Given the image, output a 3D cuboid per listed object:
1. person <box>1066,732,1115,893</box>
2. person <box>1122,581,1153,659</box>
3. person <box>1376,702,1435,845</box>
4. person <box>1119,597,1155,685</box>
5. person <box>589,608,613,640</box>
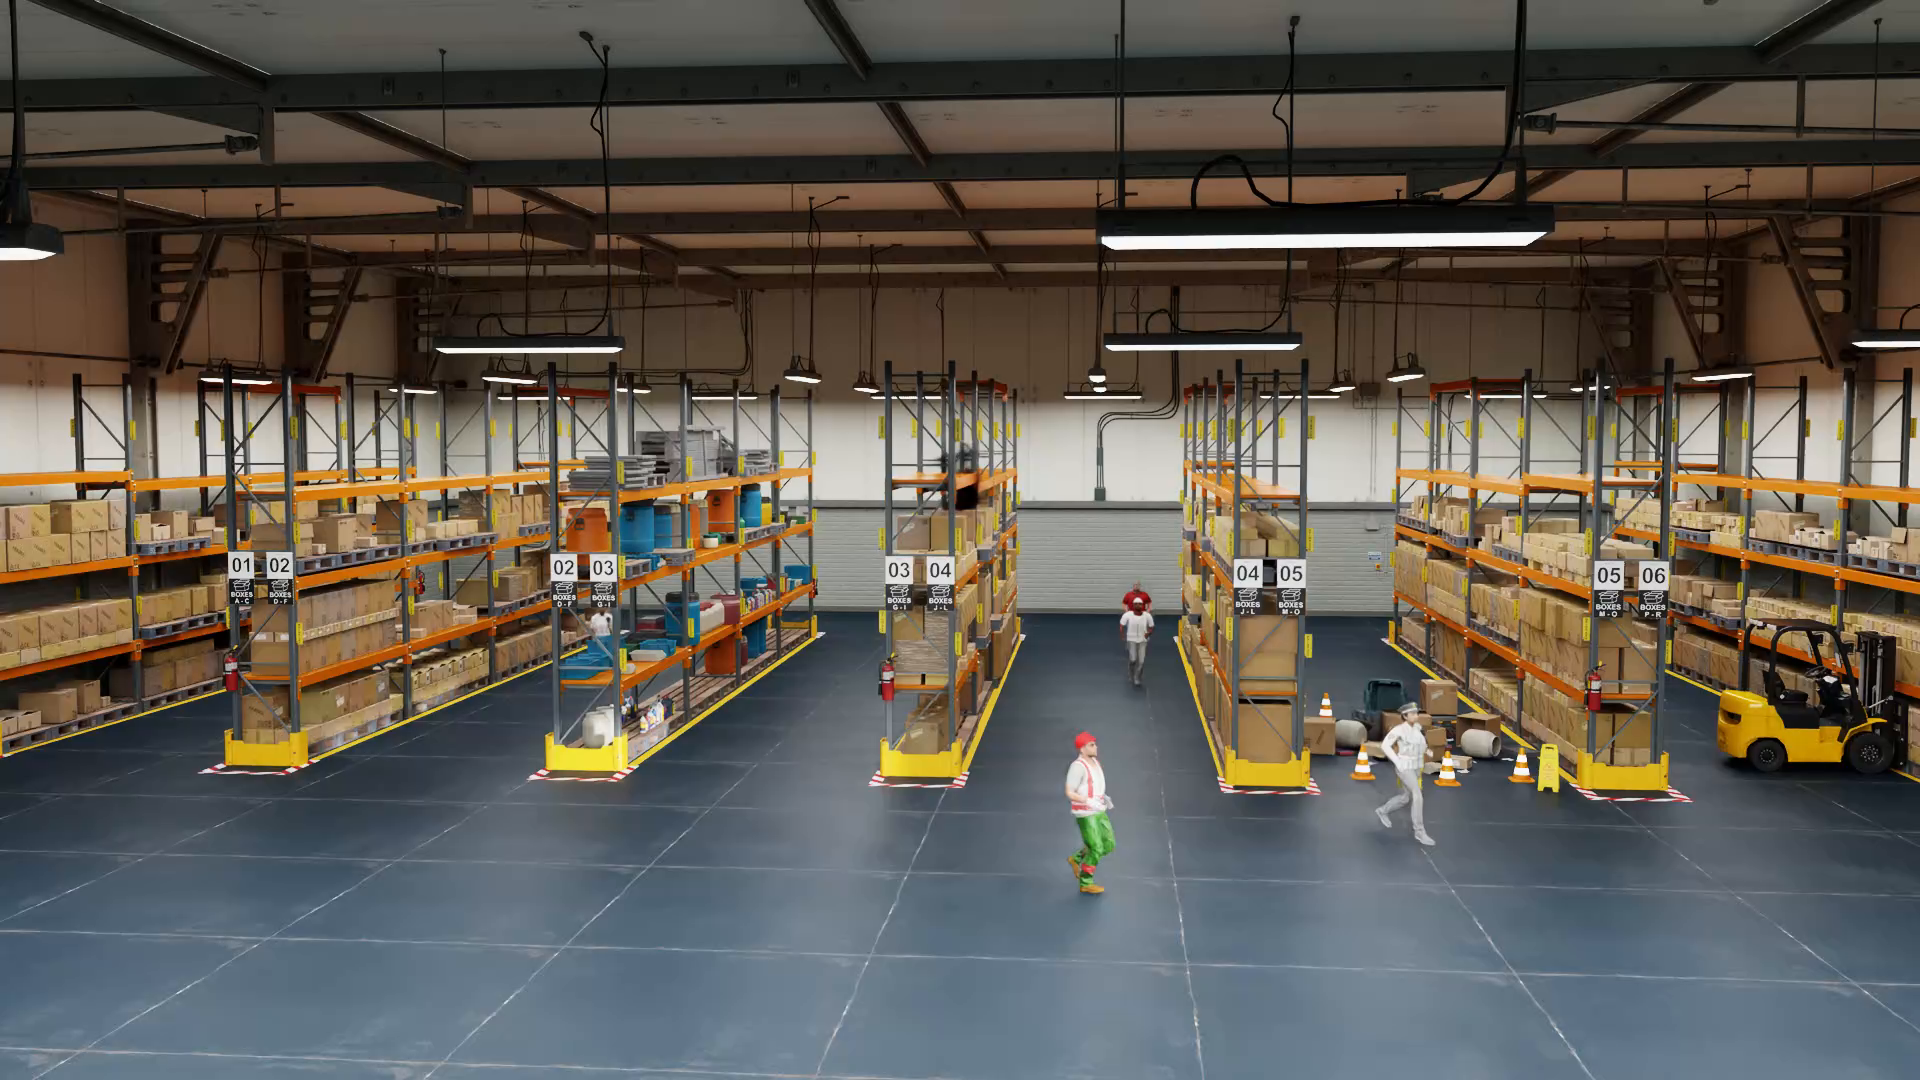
[{"bbox_3d":[1.403,2.947,17.997,0.612,1.739,0.651,2,5,33],"label":"person"},{"bbox_3d":[3.925,1.746,36.788,0.661,1.700,0.673,0,4,3],"label":"person"},{"bbox_3d":[5.495,2.819,20.396,0.603,1.710,0.842,-3,5,-39],"label":"person"},{"bbox_3d":[3.488,1.990,32.702,0.698,1.720,0.576,0,4,1],"label":"person"},{"bbox_3d":[-7.023,2.012,32.714,0.554,1.665,0.602,0,4,-6],"label":"person"}]
